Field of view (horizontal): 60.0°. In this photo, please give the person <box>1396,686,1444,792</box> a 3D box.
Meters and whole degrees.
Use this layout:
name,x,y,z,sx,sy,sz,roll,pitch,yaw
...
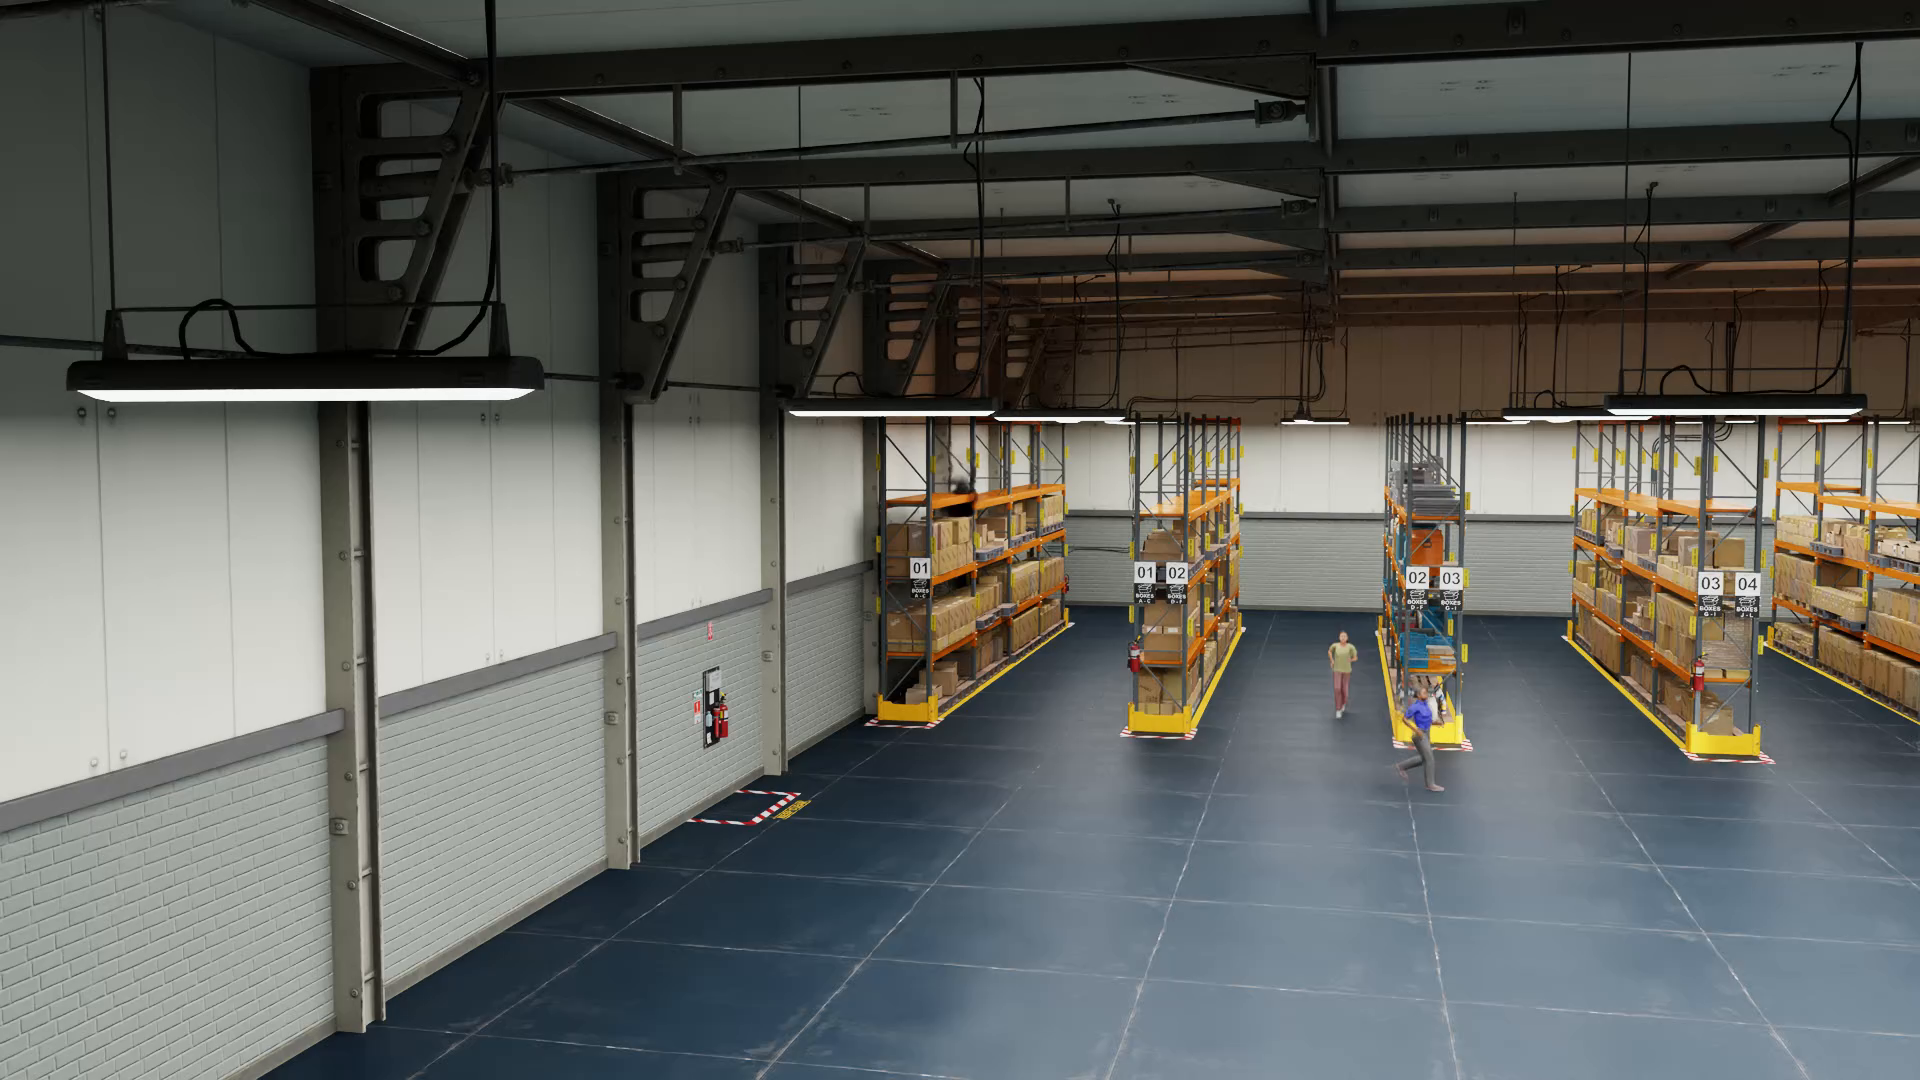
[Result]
name,x,y,z,sx,sy,sz,roll,pitch,yaw
person,7.277,3.123,26.332,0.844,1.624,0.588,3,5,39

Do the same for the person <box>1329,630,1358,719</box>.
name,x,y,z,sx,sy,sz,roll,pitch,yaw
person,7.613,2.639,33.055,0.572,1.695,0.934,1,4,13

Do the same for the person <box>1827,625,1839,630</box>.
name,x,y,z,sx,sy,sz,roll,pitch,yaw
person,23.105,1.860,43.904,0.686,1.737,0.831,-2,4,-25
